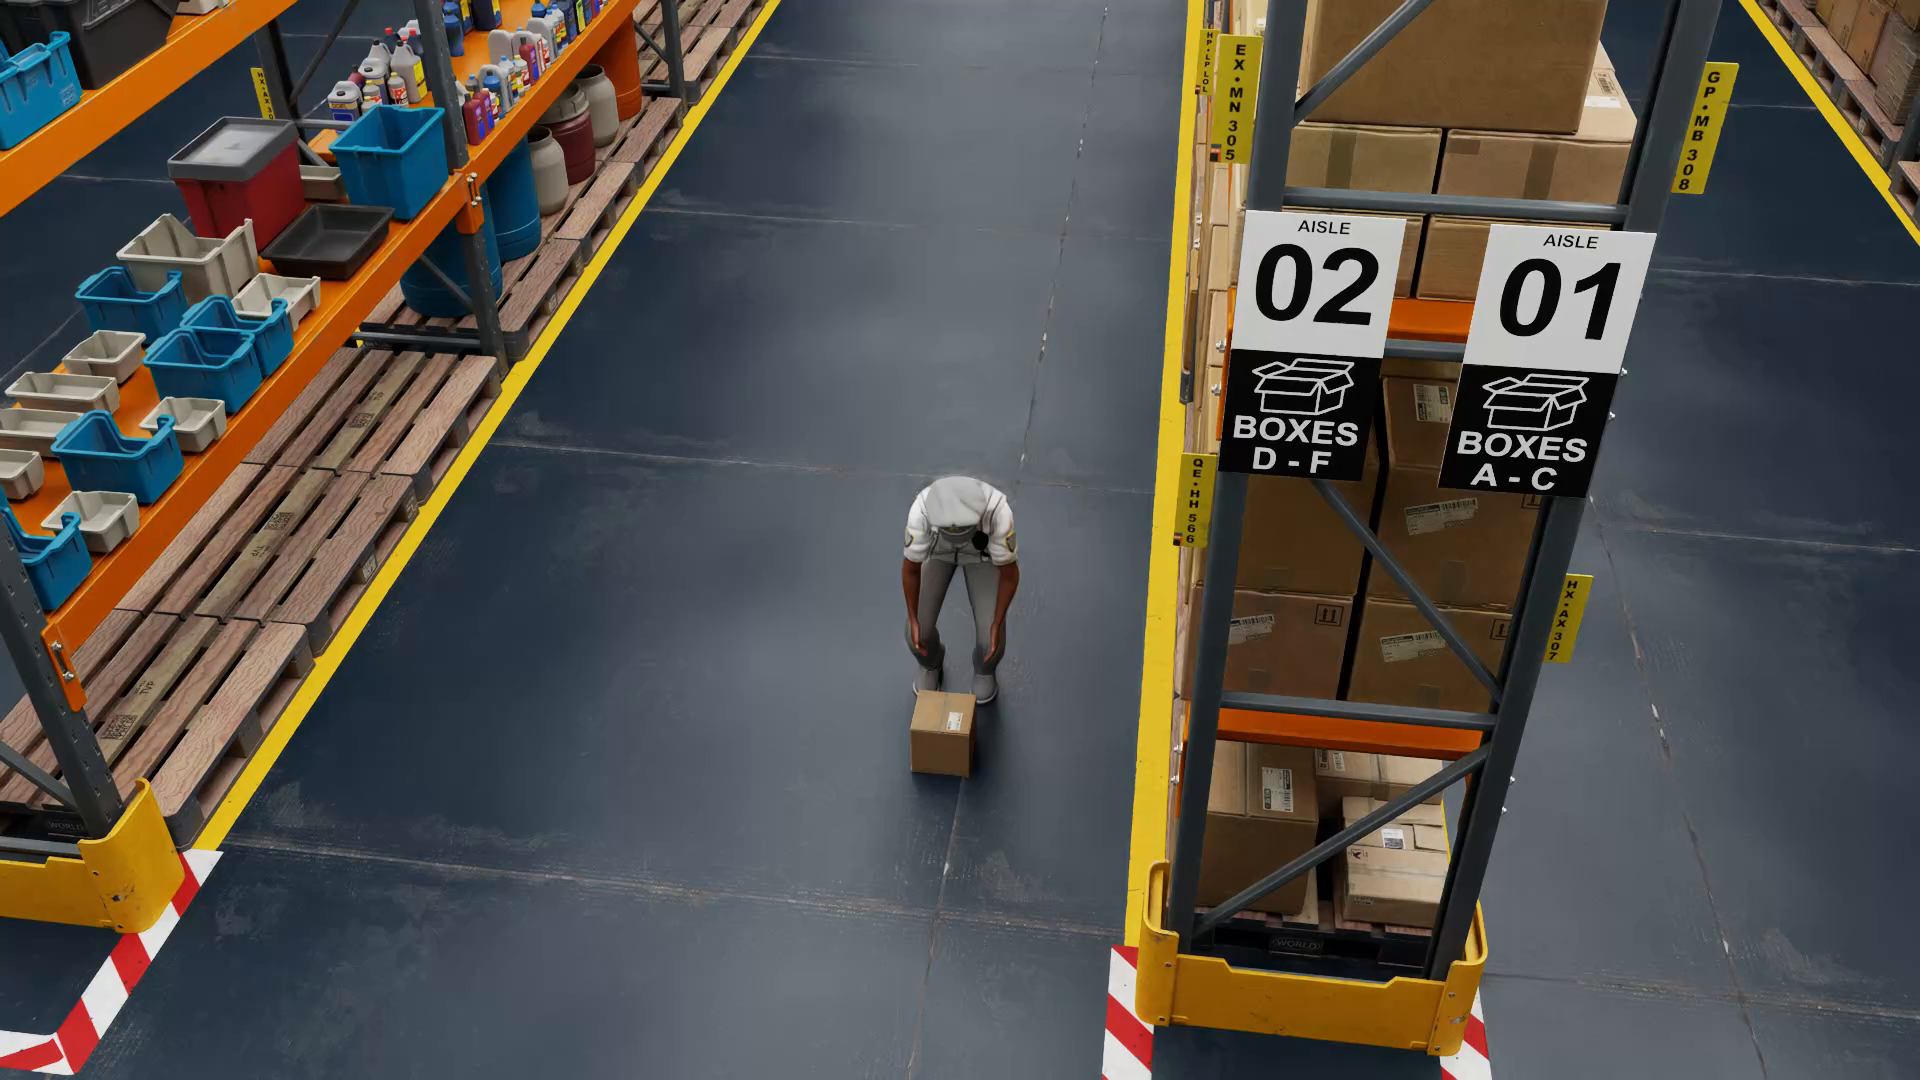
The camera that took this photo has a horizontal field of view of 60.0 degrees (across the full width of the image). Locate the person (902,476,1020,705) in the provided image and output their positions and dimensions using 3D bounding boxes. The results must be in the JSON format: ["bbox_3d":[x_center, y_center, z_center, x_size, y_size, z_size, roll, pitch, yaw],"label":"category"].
[{"bbox_3d":[0.012,0.177,7.109,0.499,1.303,0.756,4,37,6],"label":"person"}]
